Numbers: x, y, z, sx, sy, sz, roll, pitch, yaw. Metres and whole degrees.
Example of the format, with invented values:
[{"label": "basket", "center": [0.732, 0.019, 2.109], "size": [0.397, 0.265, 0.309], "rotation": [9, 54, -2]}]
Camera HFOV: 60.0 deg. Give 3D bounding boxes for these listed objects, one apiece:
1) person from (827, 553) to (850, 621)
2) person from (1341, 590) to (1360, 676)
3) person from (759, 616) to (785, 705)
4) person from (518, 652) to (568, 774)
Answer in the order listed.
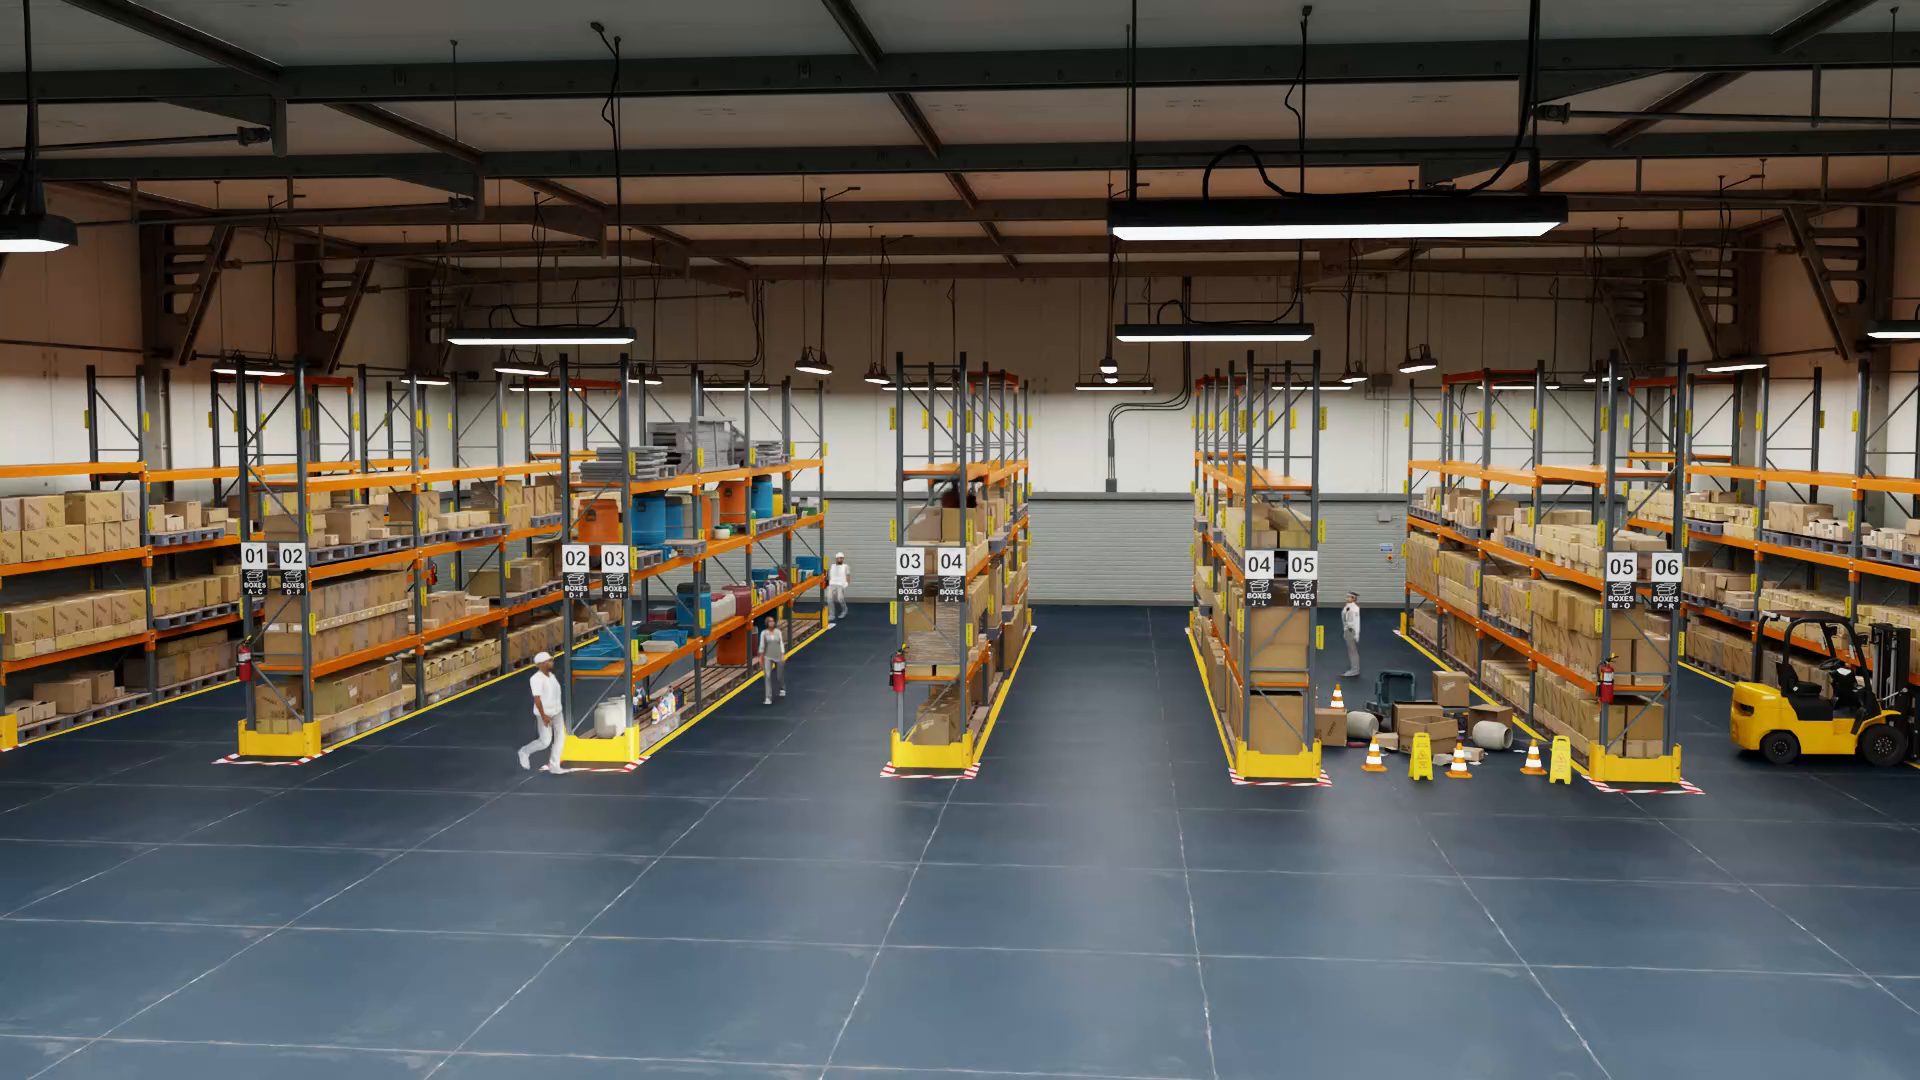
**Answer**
[{"label": "person", "center": [-3.111, 1.183, 42.088], "size": [0.584, 1.690, 0.723], "rotation": [1, 4, 17]}, {"label": "person", "center": [7.707, 1.826, 32.827], "size": [0.357, 1.694, 0.533], "rotation": [1, 4, 9]}, {"label": "person", "center": [-3.343, 2.119, 29.637], "size": [0.493, 1.539, 0.915], "rotation": [0, 4, 2]}, {"label": "person", "center": [-5.904, 2.459, 23.632], "size": [0.742, 1.721, 0.562], "rotation": [2, 5, 29]}]
